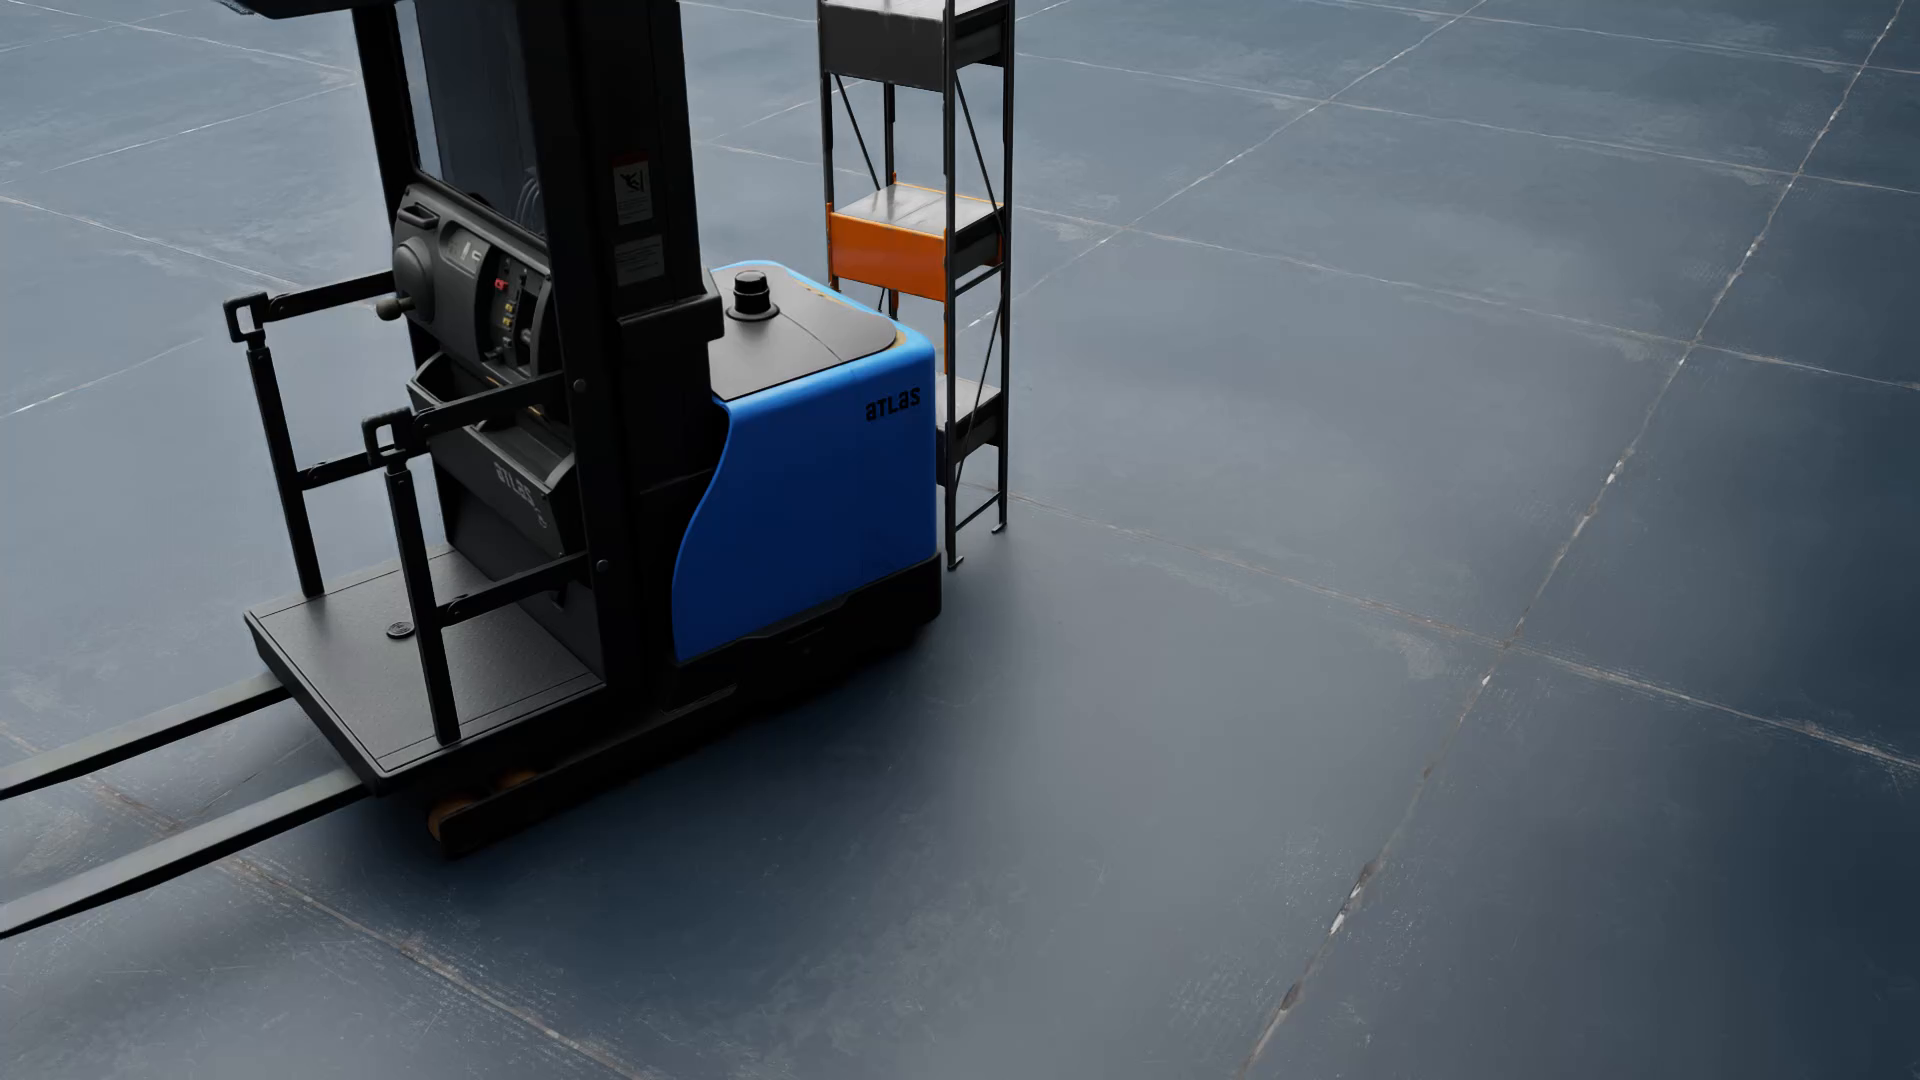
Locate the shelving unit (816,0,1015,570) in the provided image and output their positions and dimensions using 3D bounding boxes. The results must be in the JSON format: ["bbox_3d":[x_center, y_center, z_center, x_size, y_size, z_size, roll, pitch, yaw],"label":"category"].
[{"bbox_3d":[-0.140,-0.951,5.797,0.503,2.100,0.431,18,35,27],"label":"shelving unit"}]

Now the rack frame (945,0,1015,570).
[{"bbox_3d":[0.066,-0.886,5.685,0.015,2.100,0.400,18,35,27],"label":"rack frame"}]

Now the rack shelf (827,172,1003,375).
[{"bbox_3d":[-0.140,-0.940,5.804,0.480,0.518,0.431,18,35,27],"label":"rack shelf"}]

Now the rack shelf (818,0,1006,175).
[{"bbox_3d":[-0.140,-1.544,5.451,0.480,0.518,0.431,18,35,27],"label":"rack shelf"}]

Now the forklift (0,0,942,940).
[{"bbox_3d":[-1.521,-0.680,4.508,3.031,2.935,1.130,-23,37,-33],"label":"forklift"}]

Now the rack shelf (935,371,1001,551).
[{"bbox_3d":[-0.140,-0.335,6.157,0.480,0.518,0.431,18,35,27],"label":"rack shelf"}]

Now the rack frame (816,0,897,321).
[{"bbox_3d":[-0.347,-1.017,5.909,0.015,2.100,0.400,18,35,27],"label":"rack frame"}]
